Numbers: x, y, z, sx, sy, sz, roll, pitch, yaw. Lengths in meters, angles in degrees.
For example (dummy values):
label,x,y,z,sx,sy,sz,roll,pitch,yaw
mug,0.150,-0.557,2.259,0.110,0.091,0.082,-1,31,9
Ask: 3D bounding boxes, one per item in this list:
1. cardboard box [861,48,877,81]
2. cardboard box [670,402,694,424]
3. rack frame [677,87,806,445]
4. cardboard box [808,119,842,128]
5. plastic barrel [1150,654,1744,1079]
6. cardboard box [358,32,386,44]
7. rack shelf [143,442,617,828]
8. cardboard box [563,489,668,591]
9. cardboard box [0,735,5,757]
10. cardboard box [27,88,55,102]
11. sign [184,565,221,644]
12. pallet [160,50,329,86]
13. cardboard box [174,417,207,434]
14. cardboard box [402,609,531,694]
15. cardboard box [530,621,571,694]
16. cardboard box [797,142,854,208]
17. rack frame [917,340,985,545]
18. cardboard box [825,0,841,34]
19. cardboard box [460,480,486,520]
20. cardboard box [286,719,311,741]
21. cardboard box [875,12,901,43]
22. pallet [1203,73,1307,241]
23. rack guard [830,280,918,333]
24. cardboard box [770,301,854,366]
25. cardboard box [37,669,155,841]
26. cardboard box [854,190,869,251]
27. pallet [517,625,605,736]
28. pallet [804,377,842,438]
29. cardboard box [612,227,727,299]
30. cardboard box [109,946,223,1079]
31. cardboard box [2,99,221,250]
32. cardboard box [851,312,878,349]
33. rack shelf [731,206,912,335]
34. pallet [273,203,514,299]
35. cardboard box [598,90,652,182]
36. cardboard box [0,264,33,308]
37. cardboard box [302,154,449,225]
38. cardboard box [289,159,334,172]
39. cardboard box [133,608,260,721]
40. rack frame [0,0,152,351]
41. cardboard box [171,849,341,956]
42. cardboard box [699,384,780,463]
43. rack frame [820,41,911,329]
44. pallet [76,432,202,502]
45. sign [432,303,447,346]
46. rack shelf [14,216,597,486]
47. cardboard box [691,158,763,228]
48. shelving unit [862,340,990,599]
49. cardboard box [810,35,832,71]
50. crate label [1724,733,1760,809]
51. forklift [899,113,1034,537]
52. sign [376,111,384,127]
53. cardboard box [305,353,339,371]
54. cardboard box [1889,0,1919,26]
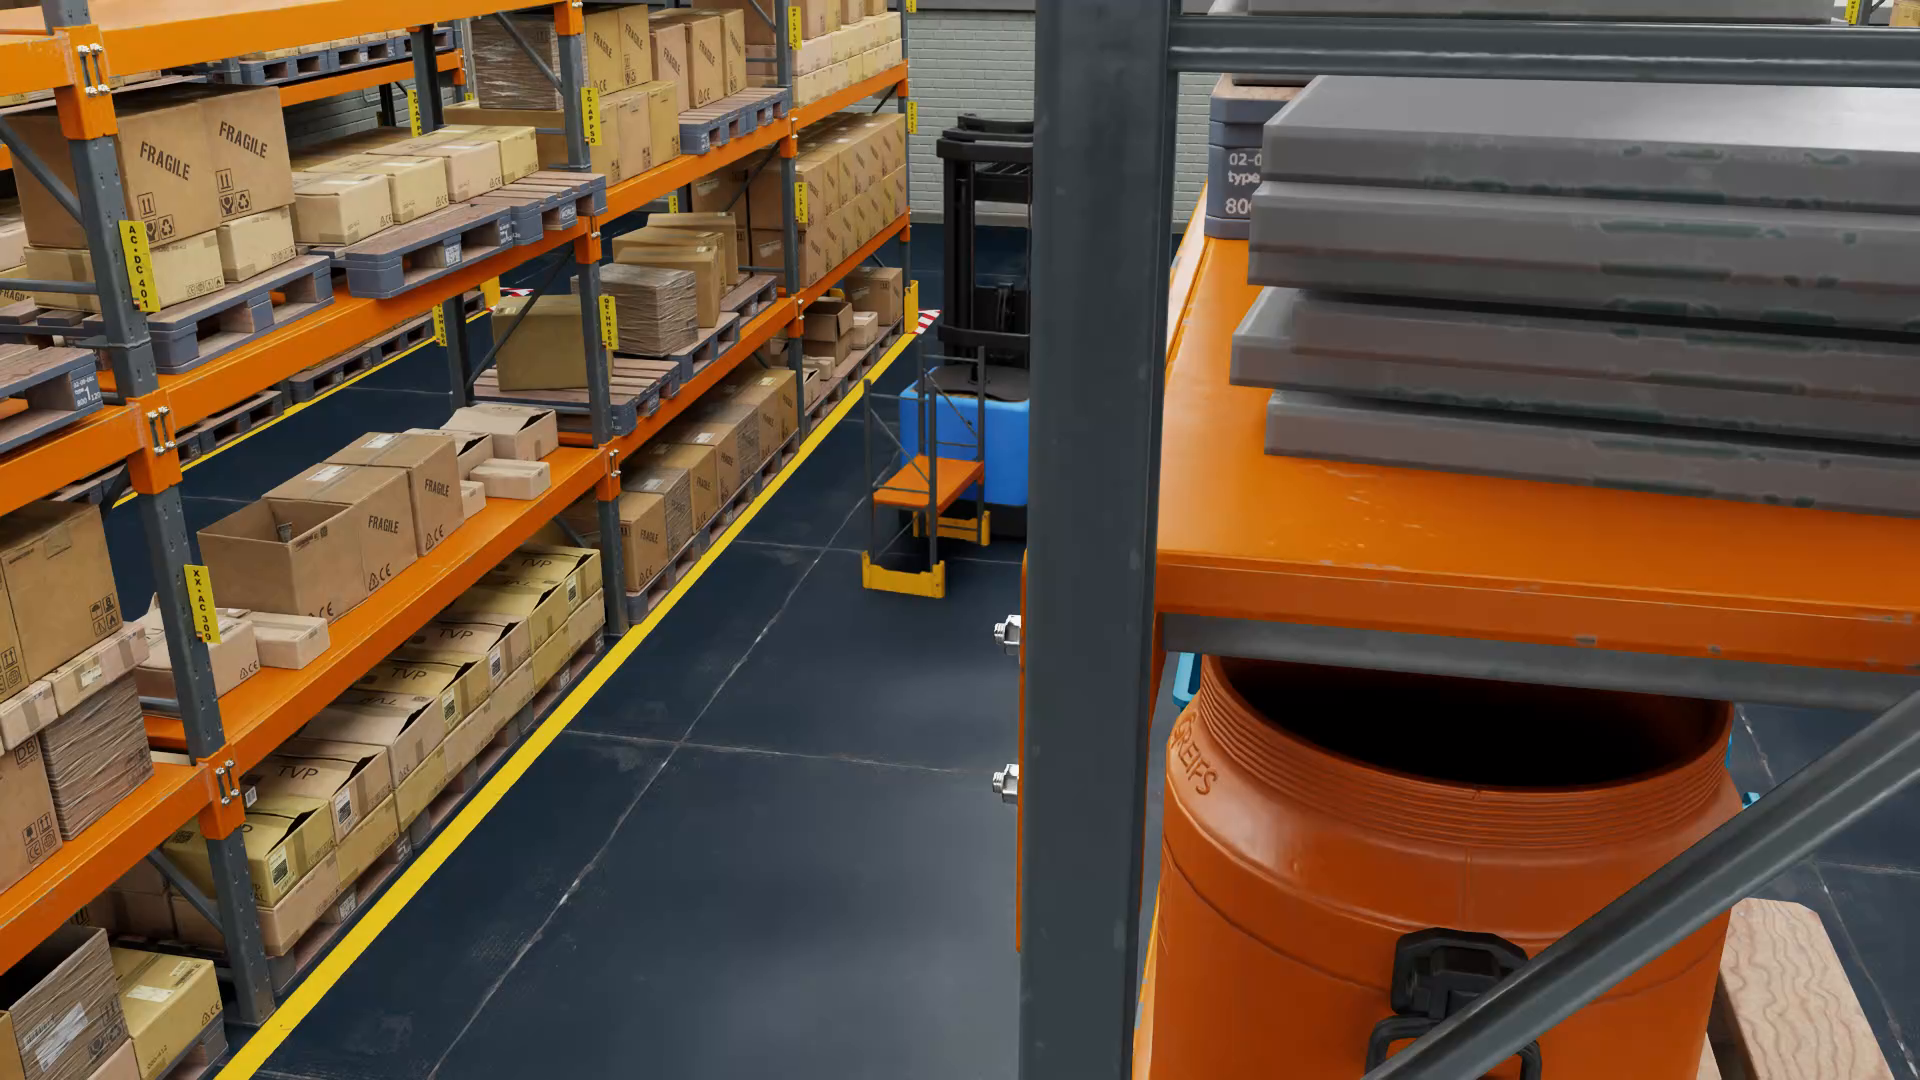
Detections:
label,x,y,z,sx,sy,sz,roll,pitch,yaw
cardboard box,-1.083,-4.490,15.672,0.500,0.250,0.500,4,22,11
cardboard box,-2.395,-0.787,13.049,0.500,0.500,0.500,5,22,12
rack frame,-1.850,-2.279,13.997,1.000,3.000,0.127,4,22,11
cardboard box,-1.482,-3.918,16.594,0.500,0.500,0.500,5,22,11
plastic barrel,0.524,0.516,1.905,0.600,0.830,0.708,4,22,11
cardboard box,-5.980,-5.012,16.272,0.500,0.250,0.500,4,22,9
rack shelf,-3.074,0.249,8.683,1.077,0.370,4.000,4,22,11
cardboard box,-2.294,-0.005,11.108,0.500,0.500,0.500,5,23,13
cardboard box,-3.484,0.698,5.604,0.380,0.149,0.250,4,22,11
cardboard box,-7.203,-3.597,12.531,0.700,0.500,0.500,4,22,11
sign,-2.939,0.250,6.452,0.100,0.325,0.005,4,22,11
pallet,-6.523,-4.304,15.128,1.003,0.211,1.213,4,22,11
cardboard box,-6.884,-1.280,13.832,0.750,0.750,0.750,5,23,13
cardboard box,-2.738,0.590,9.242,0.500,0.311,0.500,4,22,11
cardboard box,-2.637,0.664,9.807,0.500,0.250,0.500,4,22,10
cardboard box,-1.268,-3.317,15.101,0.500,0.500,0.500,4,22,9
rack frame,-0.064,-0.694,12.070,0.500,1.500,0.032,7,23,18
cardboard box,-1.451,-4.717,14.562,0.700,0.500,0.500,4,22,11
cardboard box,-2.871,-0.229,9.243,0.380,0.149,0.250,6,23,15
cardboard box,-3.476,0.924,8.411,0.500,0.311,0.500,4,22,11
cardboard box,-0.889,-5.088,16.489,0.500,0.250,0.500,4,22,11
pallet,0.978,-0.733,2.915,1.003,0.211,1.213,4,22,11
rack guard,-1.049,-2.554,18.027,1.175,0.500,0.348,4,22,11
cardboard box,-1.472,-2.012,16.088,0.797,0.503,0.637,4,22,11
cardboard box,-3.567,0.763,6.309,0.700,0.500,0.500,4,22,10
cardboard box,-1.171,-3.047,15.771,0.500,0.500,0.500,4,22,10
pallet,-2.872,0.776,10.145,1.003,0.211,1.213,4,22,11
pallet,-1.709,-1.236,15.141,1.003,0.211,1.213,4,22,11
cardboard box,-2.244,-2.107,12.875,0.700,0.500,0.500,8,23,19
cardboard box,-3.363,1.914,6.705,0.500,0.250,0.500,4,22,11
cardboard box,-3.318,-1.440,6.534,0.500,0.500,0.500,5,22,12
cardboard box,-1.127,-2.108,16.663,0.500,0.250,0.500,4,22,11
rack shelf,-1.442,-2.677,15.947,1.077,0.370,4.000,4,22,11
pallet,-2.943,-1.456,8.190,1.003,0.211,1.213,6,23,13
cardboard box,-2.506,-2.602,10.651,0.910,0.500,0.500,4,22,11
cardboard box,-7.051,-1.735,12.087,0.500,0.500,0.500,5,23,13
cardboard box,-2.921,-1.761,8.334,0.500,0.250,0.500,4,22,10
cardboard box,-6.419,-3.258,16.026,0.980,0.700,0.700,4,22,10
cardboard box,-3.425,0.533,7.215,0.500,0.250,0.500,6,23,14
rack frame,-3.483,-2.136,5.611,1.000,3.000,0.127,4,22,11
cardboard box,-3.158,1.599,7.487,0.500,0.250,0.500,4,22,10
cardboard box,-1.779,-0.941,13.432,0.500,0.500,0.500,5,22,11
rack frame,-1.034,-3.742,17.629,1.000,3.000,0.127,4,22,11
pallet,-7.031,-0.626,13.626,1.003,0.211,1.213,4,22,11
sign,-3.199,-1.354,10.257,0.100,0.325,0.005,4,22,11
rack shelf,-3.074,-1.142,8.122,1.077,0.370,4.000,4,22,11
cardboard box,-2.000,-2.994,14.299,0.500,0.500,0.500,5,22,11
shelving unit,-0.227,-0.518,11.632,0.587,1.500,1.083,7,23,18
cardboard box,-1.407,-4.174,14.220,0.500,0.250,0.500,4,22,11
crate label,1.255,0.507,3.263,0.502,0.251,0.408,4,22,11
forklift,0.500,-1.901,13.151,1.130,2.935,3.031,7,23,18
sign,-6.426,-4.601,18.497,0.100,0.325,0.005,4,22,11
cardboard box,-6.447,-1.956,15.979,0.700,0.500,0.500,5,22,12
cardboard box,8.610,-4.470,14.592,0.700,0.500,0.500,3,22,8
